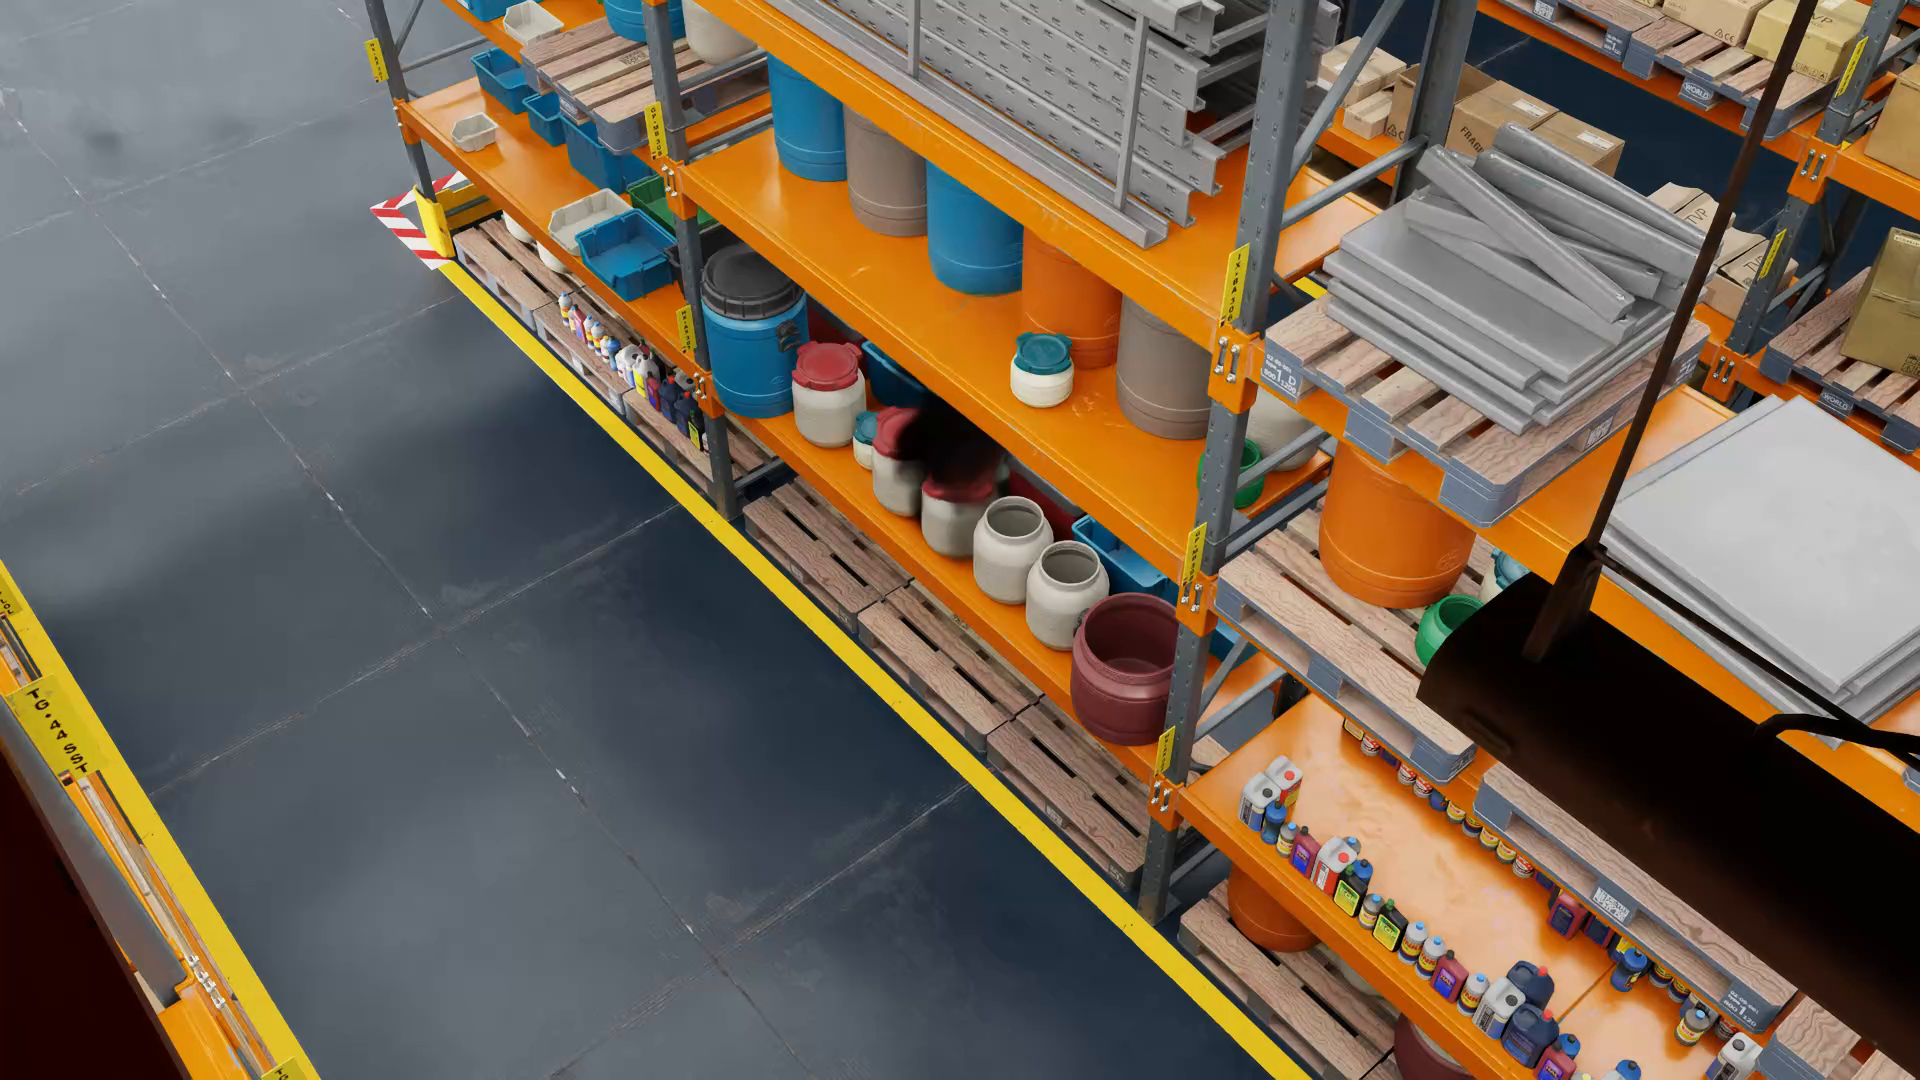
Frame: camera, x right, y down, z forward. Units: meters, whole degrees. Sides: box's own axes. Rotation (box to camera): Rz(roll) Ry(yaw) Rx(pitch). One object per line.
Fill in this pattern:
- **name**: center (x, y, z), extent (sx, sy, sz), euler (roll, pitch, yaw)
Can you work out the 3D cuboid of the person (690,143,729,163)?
- **person**: center (-2.041, -3.482, 13.074), extent (0.656, 1.751, 0.673), euler (31, 54, 26)
